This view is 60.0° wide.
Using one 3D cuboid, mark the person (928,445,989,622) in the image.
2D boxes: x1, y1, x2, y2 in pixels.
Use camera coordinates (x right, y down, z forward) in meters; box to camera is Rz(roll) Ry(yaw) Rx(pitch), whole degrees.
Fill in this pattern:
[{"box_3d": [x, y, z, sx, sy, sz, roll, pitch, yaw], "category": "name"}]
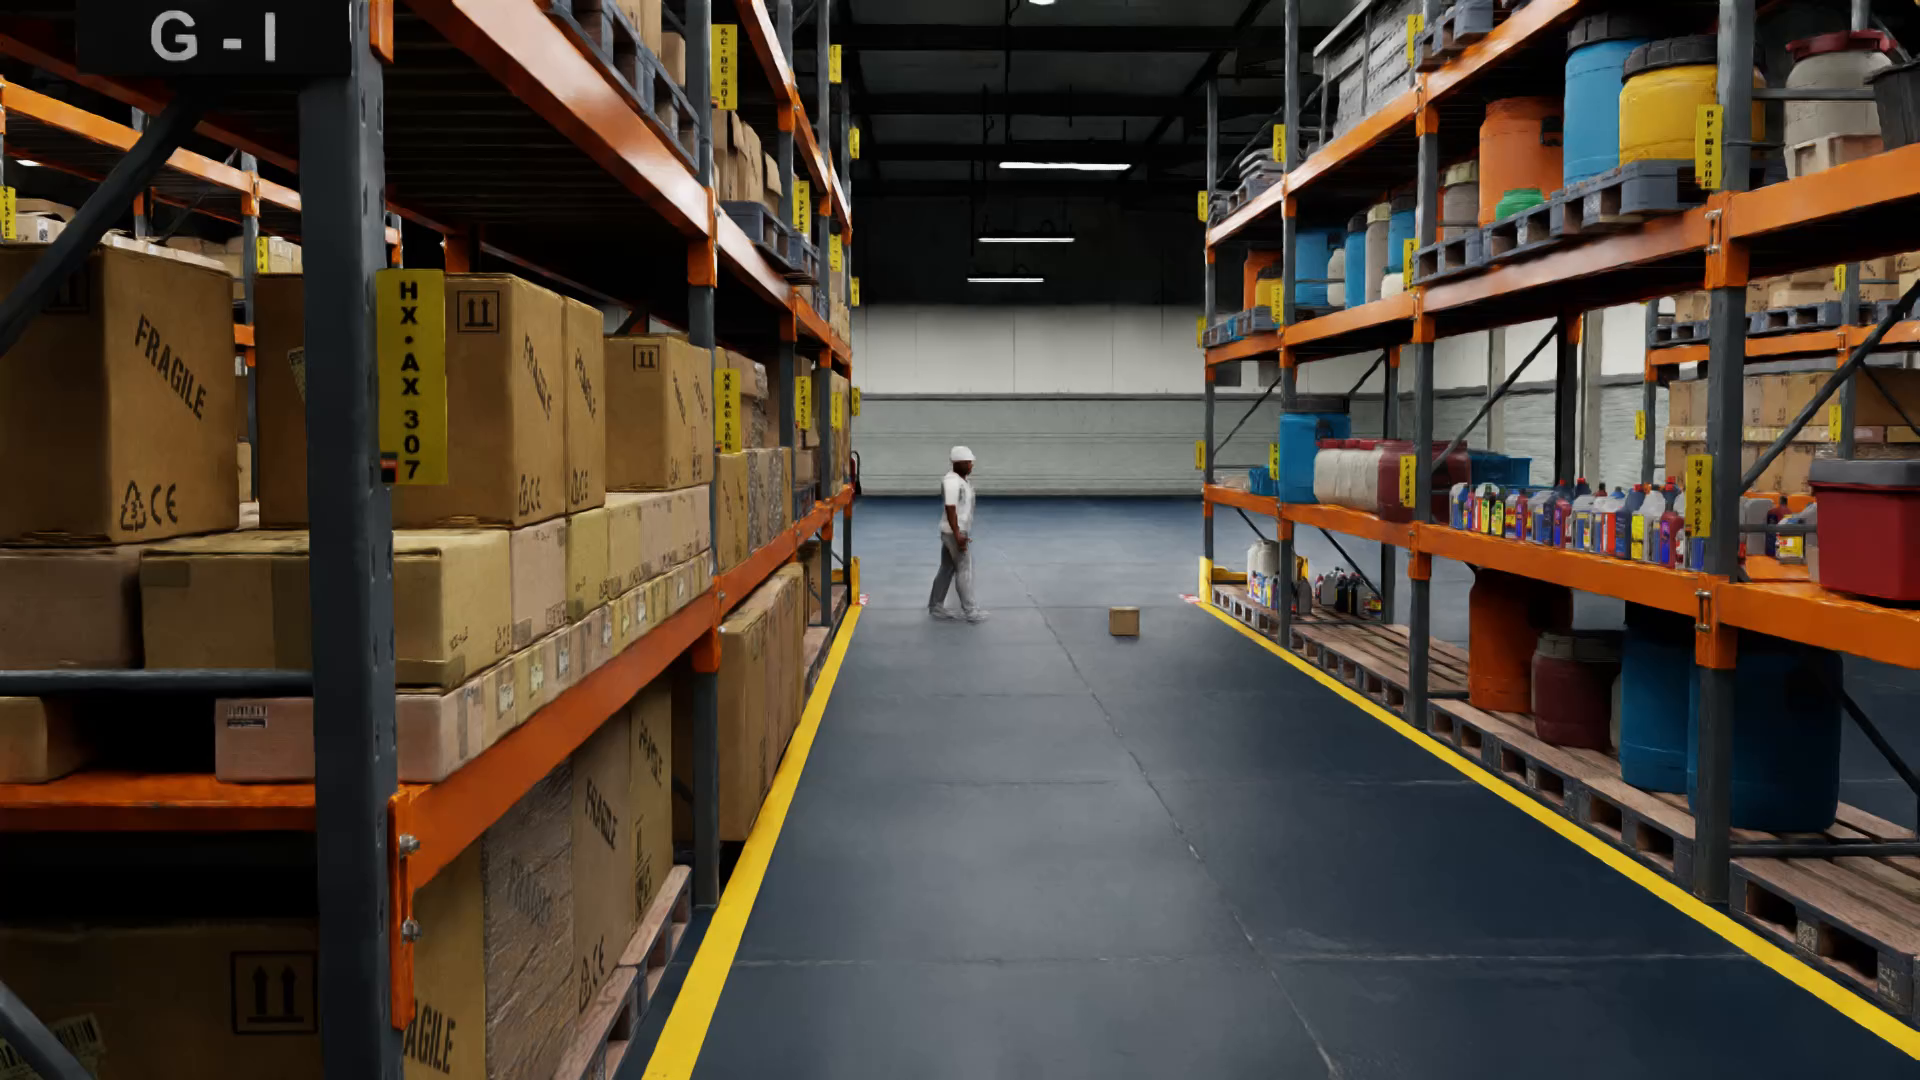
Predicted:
[{"box_3d": [-0.025, -0.073, 16.707, 0.640, 1.754, 0.623, 0, 4, 4], "category": "person"}]
